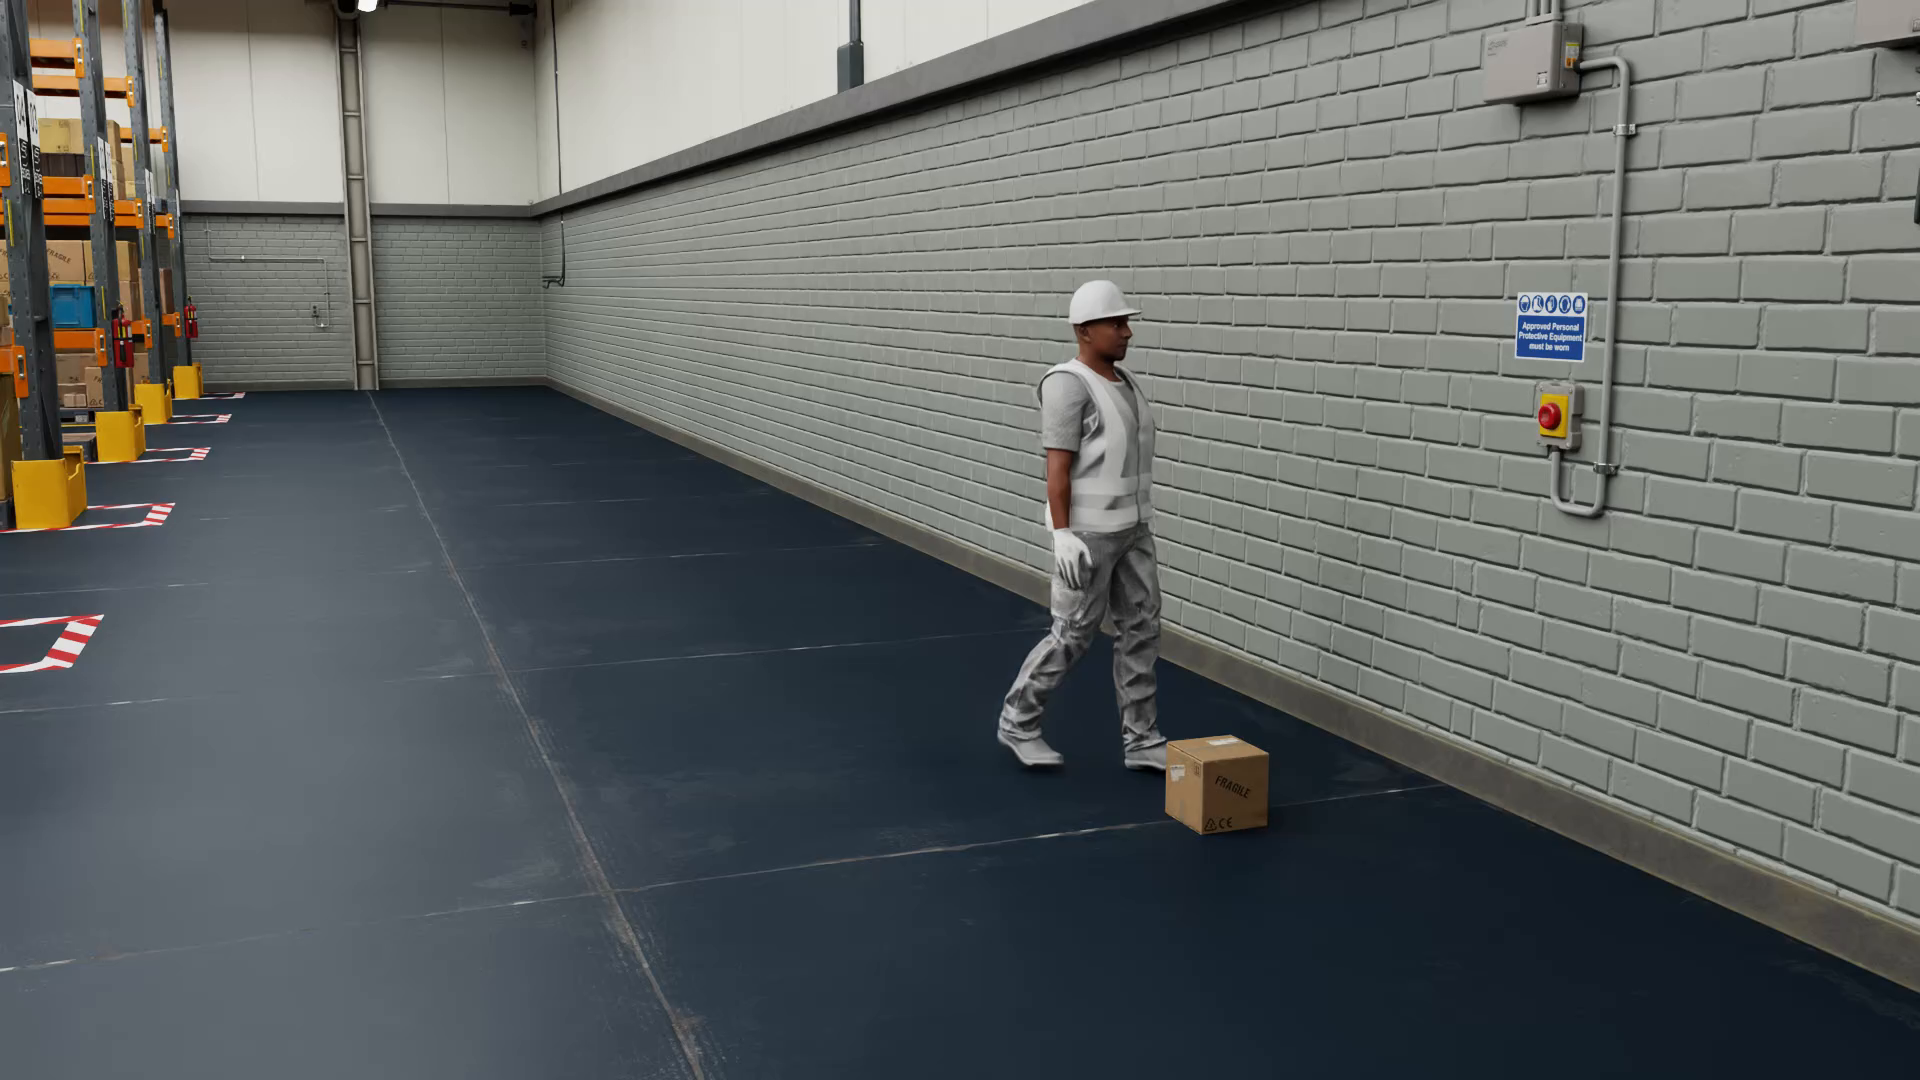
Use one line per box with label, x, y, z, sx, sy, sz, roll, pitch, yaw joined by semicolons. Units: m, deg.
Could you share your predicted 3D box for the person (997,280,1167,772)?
person;0.504;-0.036;5.994;0.744;1.781;0.594;6;11;34
